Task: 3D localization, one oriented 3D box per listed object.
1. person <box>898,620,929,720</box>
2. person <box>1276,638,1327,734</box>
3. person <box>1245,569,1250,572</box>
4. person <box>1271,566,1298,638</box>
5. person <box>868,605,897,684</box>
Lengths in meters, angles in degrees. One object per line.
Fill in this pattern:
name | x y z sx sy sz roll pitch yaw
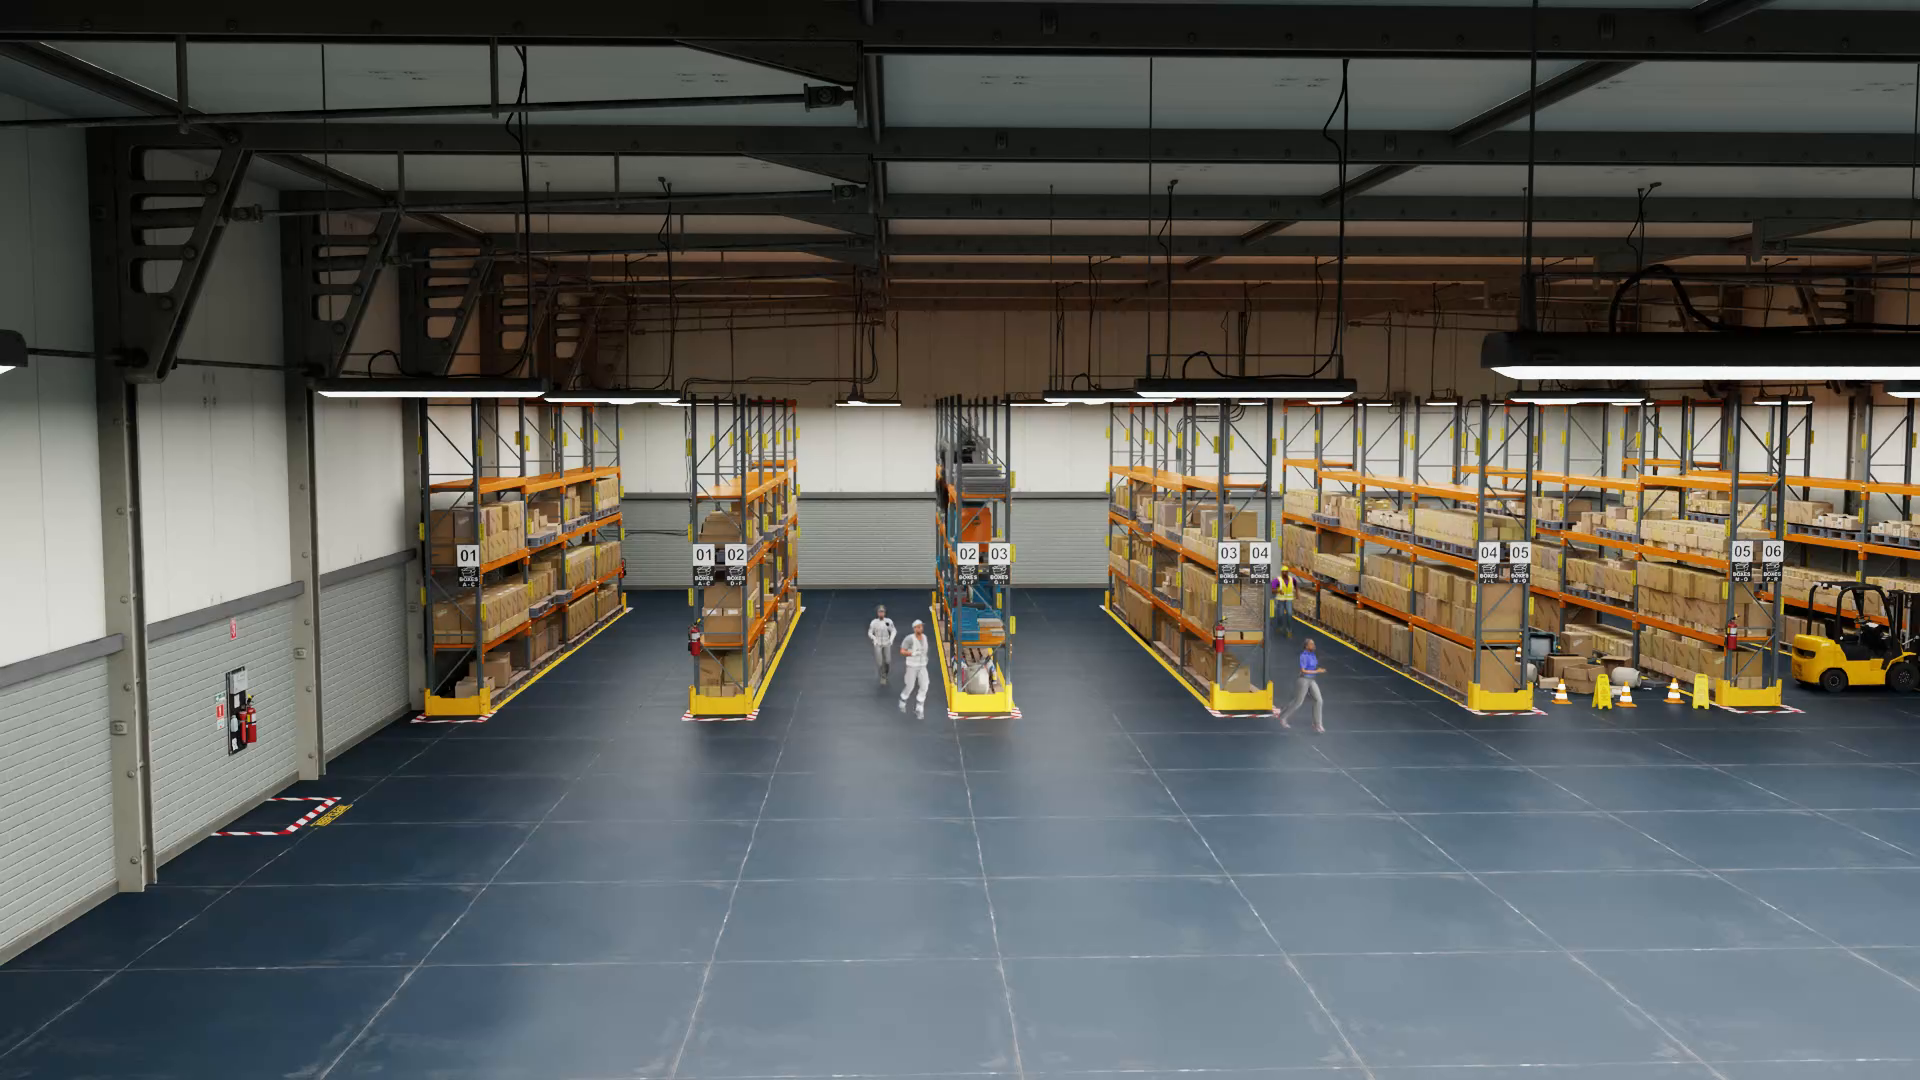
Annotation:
person | -0.842 2.404 30.955 0.667 1.854 0.743 -3 5 -34
person | 6.107 2.578 29.556 0.896 1.700 0.585 4 6 40
person | 8.246 1.116 47.821 0.677 1.671 0.852 3 5 32
person | 8.171 1.566 41.826 0.724 1.848 0.757 0 4 -1
person | -1.601 2.178 34.462 0.589 1.653 0.528 0 5 -5
